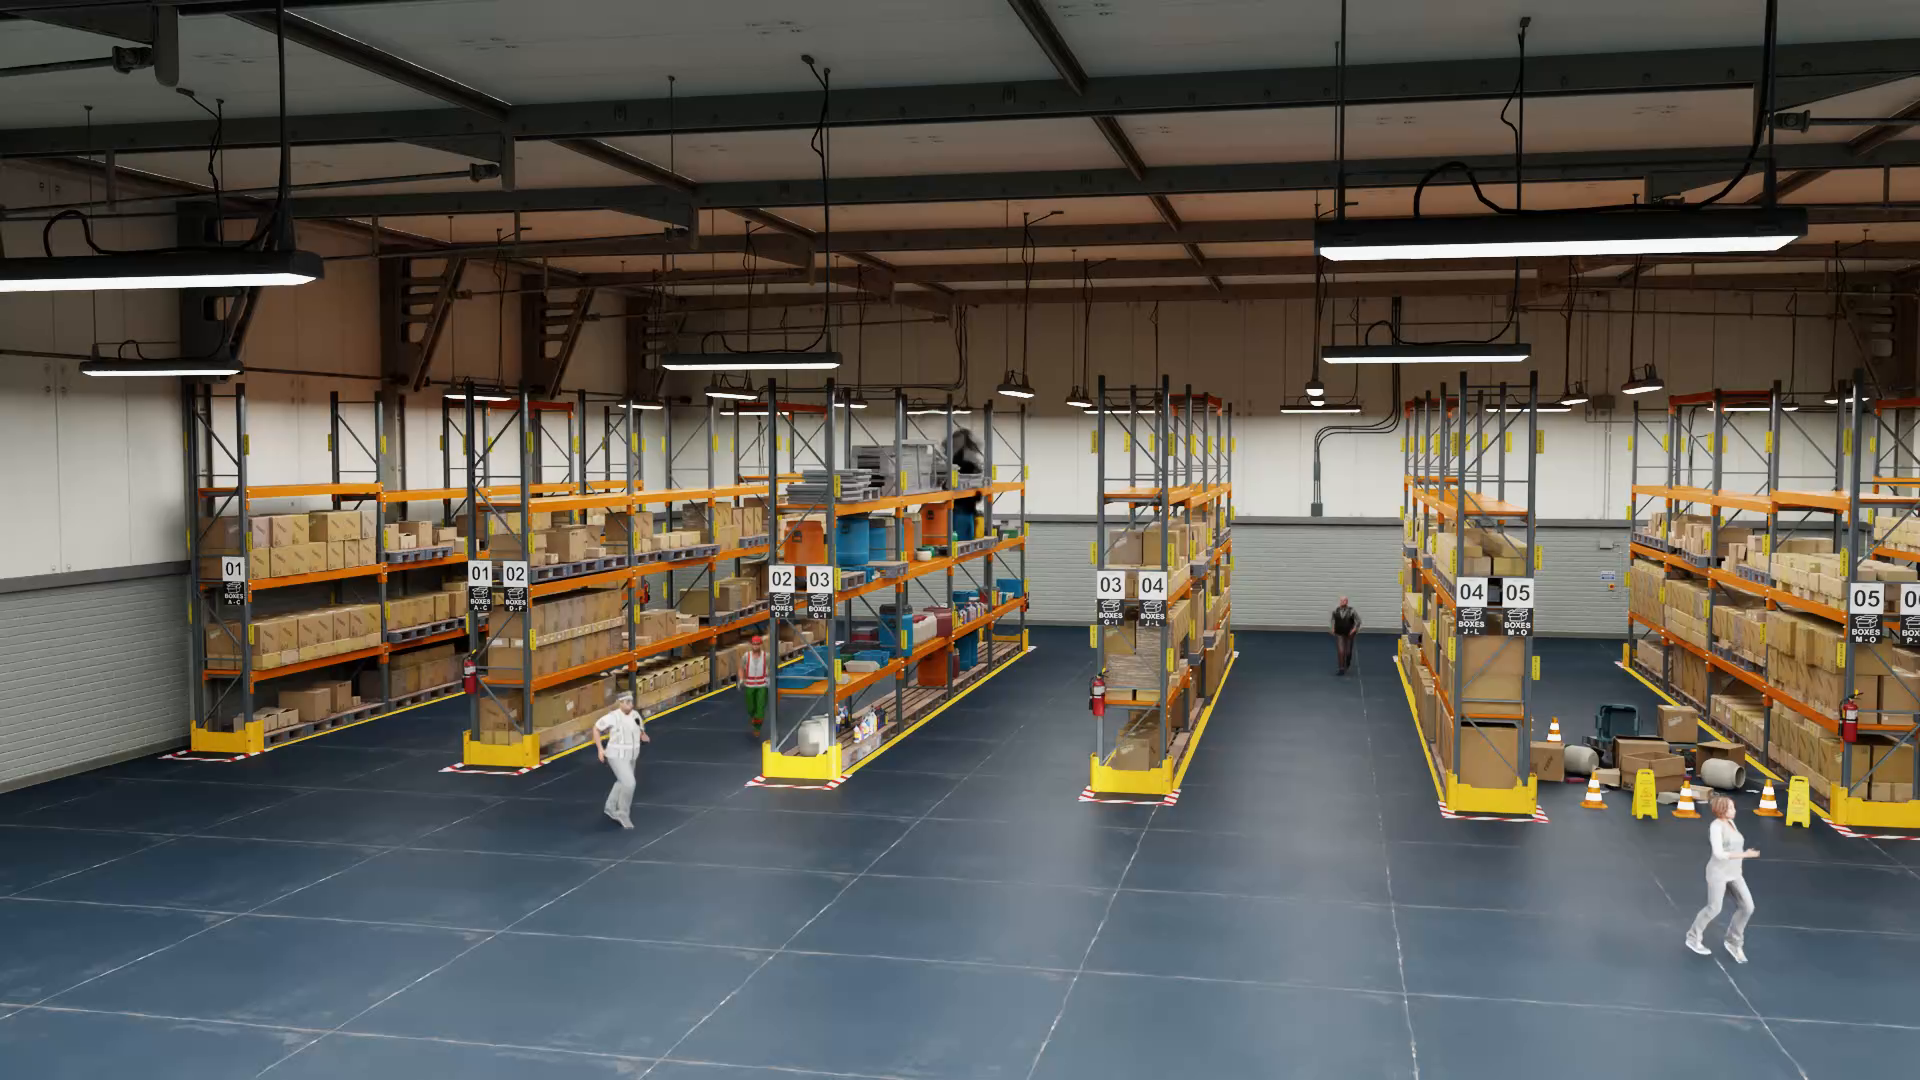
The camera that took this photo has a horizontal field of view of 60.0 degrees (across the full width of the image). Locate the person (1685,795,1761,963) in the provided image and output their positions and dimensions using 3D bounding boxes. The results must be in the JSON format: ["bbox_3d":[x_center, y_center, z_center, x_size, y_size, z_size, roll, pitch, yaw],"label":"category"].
[{"bbox_3d":[7.397,3.287,16.085,0.526,1.647,0.684,-3,4,-38],"label":"person"}]

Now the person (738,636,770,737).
[{"bbox_3d":[-3.494,2.504,28.651,0.645,1.736,0.636,0,3,-3],"label":"person"}]

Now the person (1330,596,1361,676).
[{"bbox_3d":[8.405,2.077,36.264,0.672,1.718,0.758,1,4,22],"label":"person"}]

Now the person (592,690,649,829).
[{"bbox_3d":[-4.398,2.881,21.826,0.831,1.839,0.628,2,4,33],"label":"person"}]
